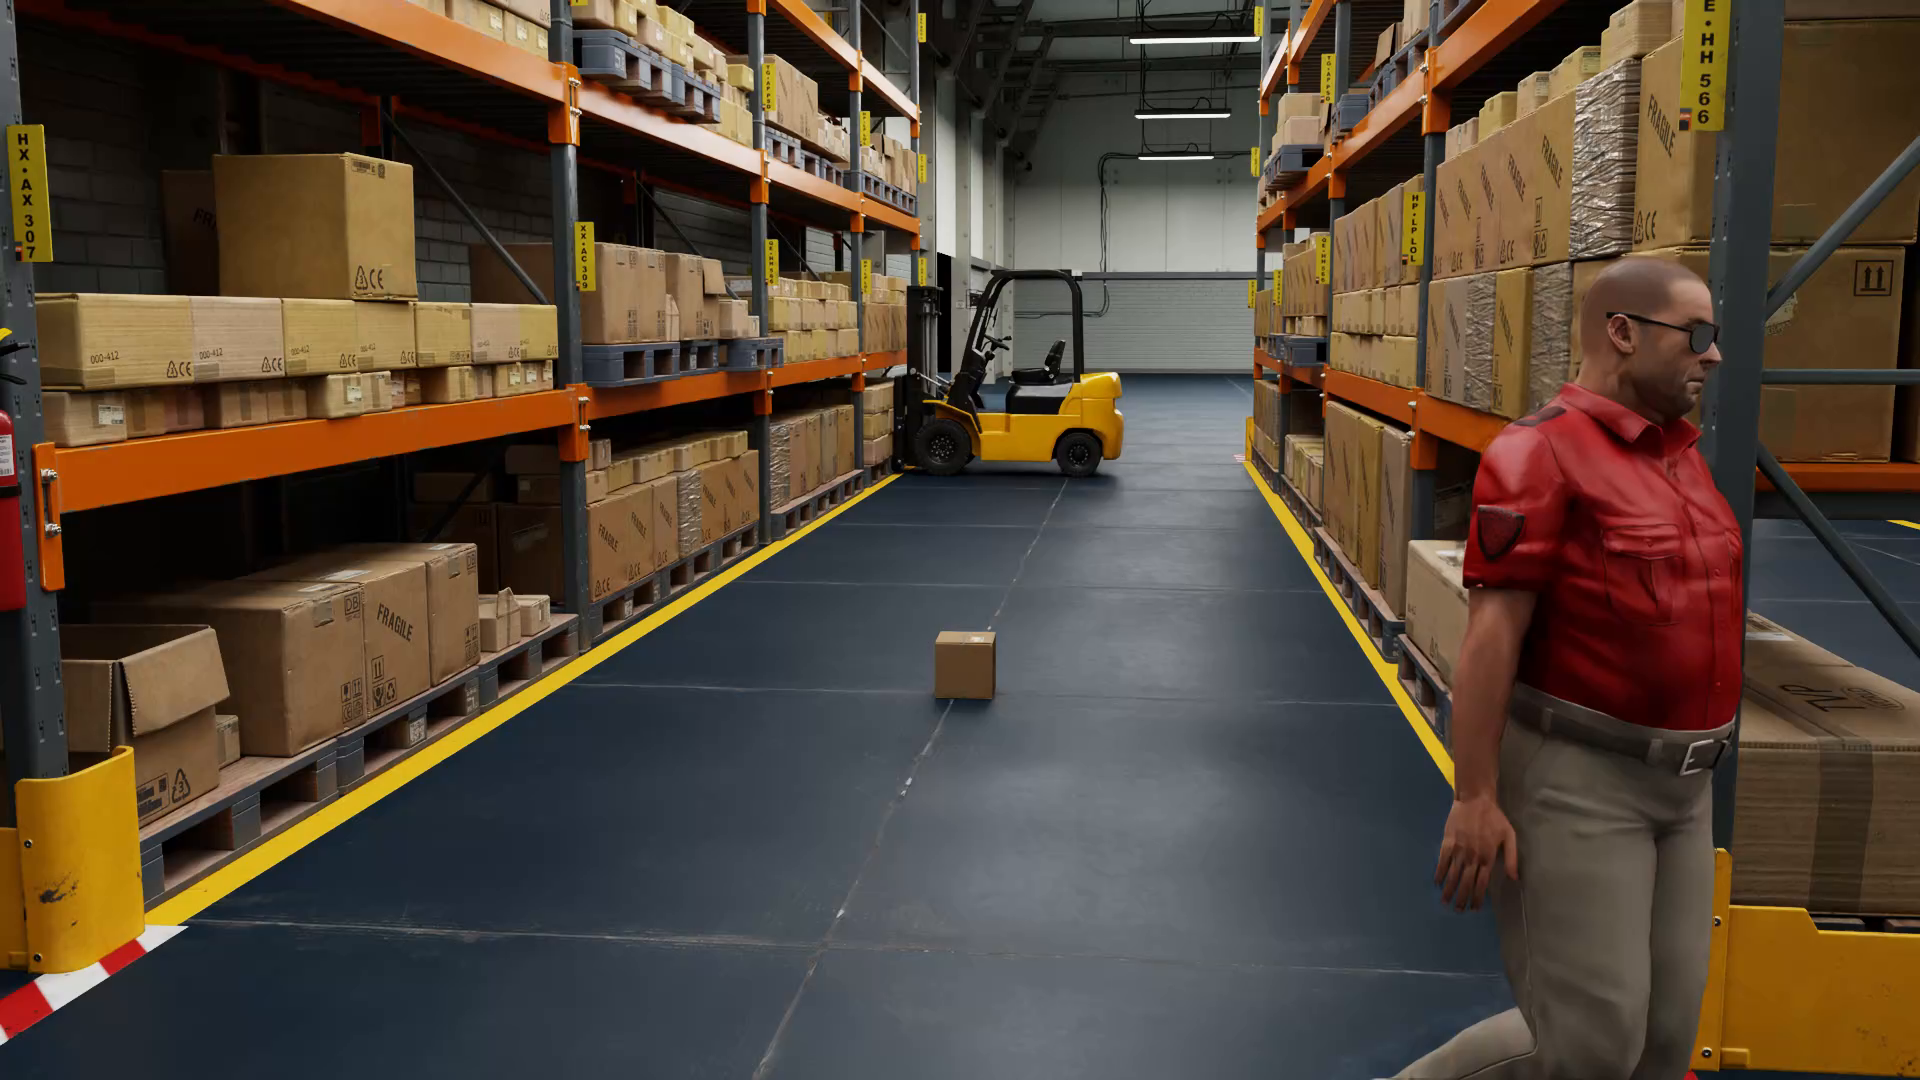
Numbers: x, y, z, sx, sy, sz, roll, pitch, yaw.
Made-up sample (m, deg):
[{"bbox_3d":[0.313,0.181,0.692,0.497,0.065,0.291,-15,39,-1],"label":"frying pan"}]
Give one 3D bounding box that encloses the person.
[{"bbox_3d":[1.016,0.084,2.602,0.619,1.049,0.343,-5,9,-32],"label":"person"}]
